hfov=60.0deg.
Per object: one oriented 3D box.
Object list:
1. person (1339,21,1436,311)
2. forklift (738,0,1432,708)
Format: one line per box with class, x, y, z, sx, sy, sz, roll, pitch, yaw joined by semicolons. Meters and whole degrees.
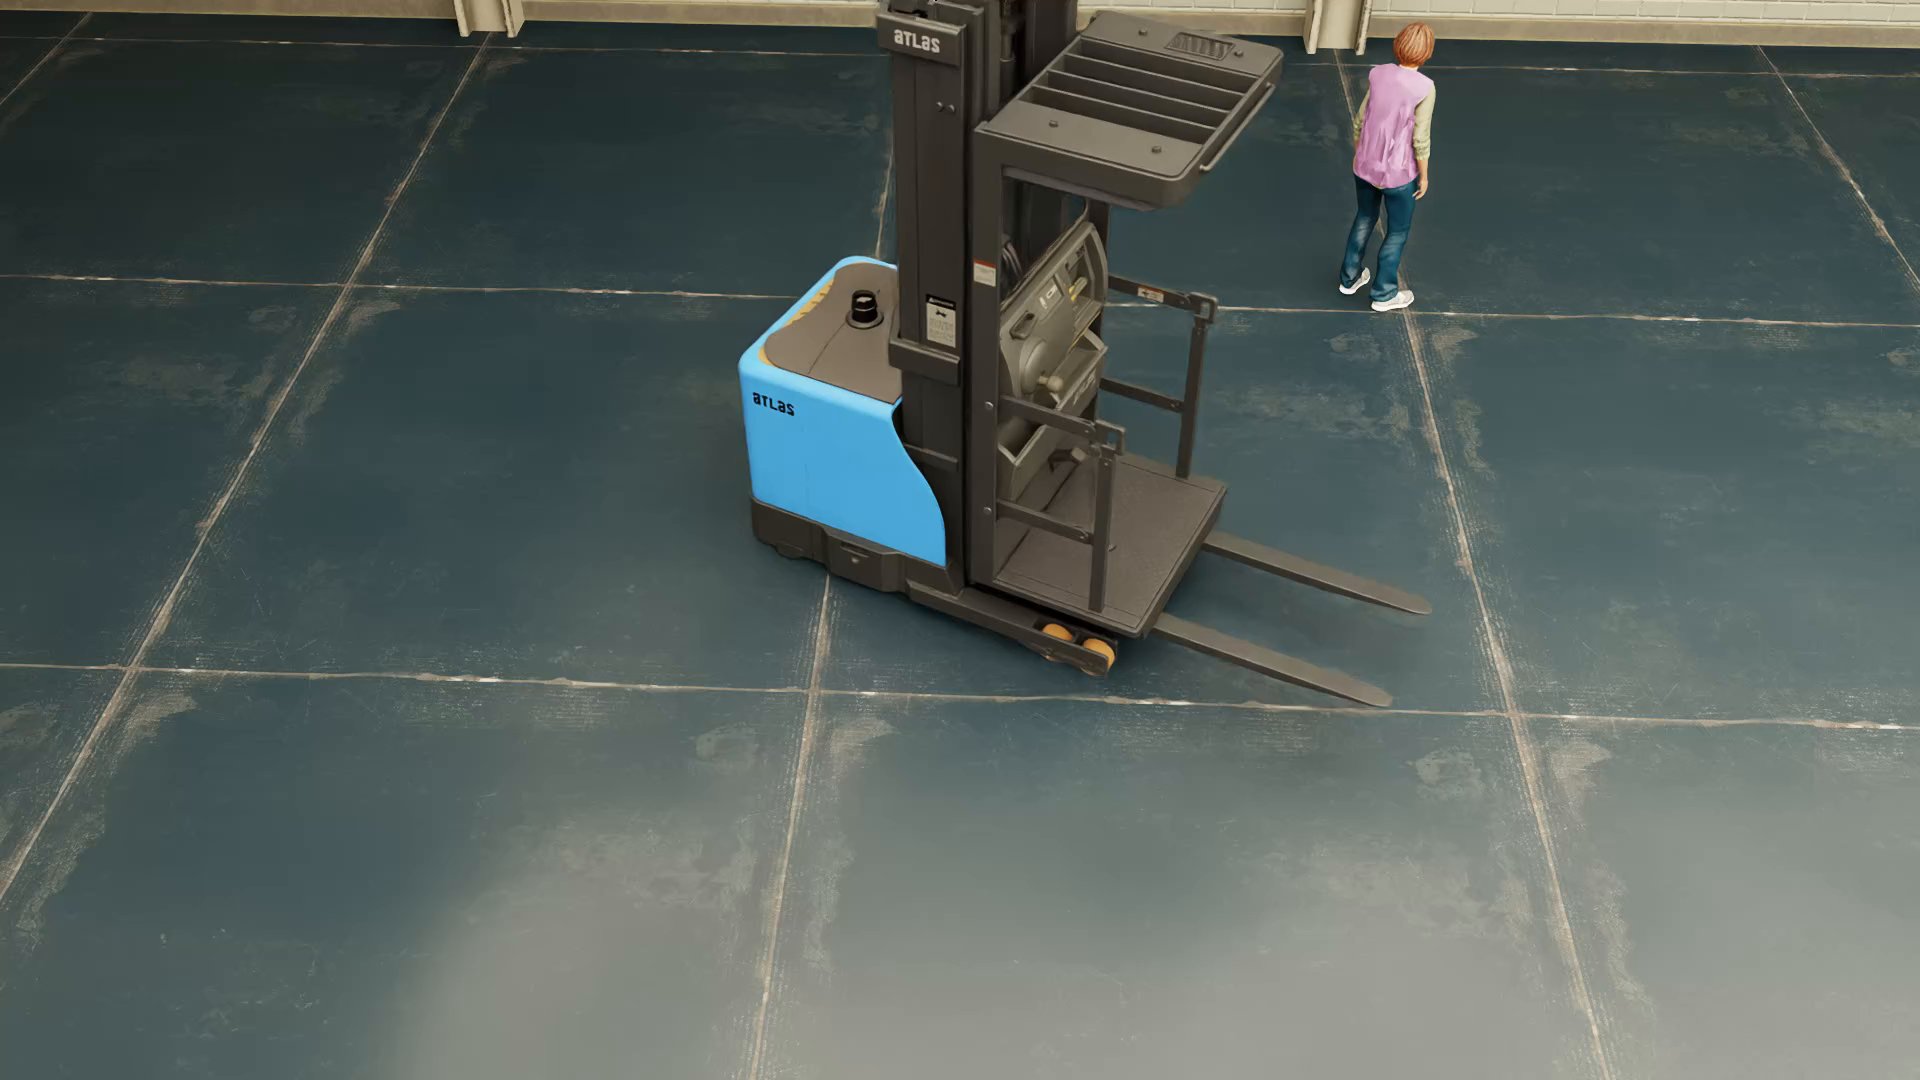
person;2.297;-1.980;8.905;0.346;1.592;0.480;-33;52;-31
forklift;0.568;-0.899;6.728;3.031;2.935;1.130;19;46;20
